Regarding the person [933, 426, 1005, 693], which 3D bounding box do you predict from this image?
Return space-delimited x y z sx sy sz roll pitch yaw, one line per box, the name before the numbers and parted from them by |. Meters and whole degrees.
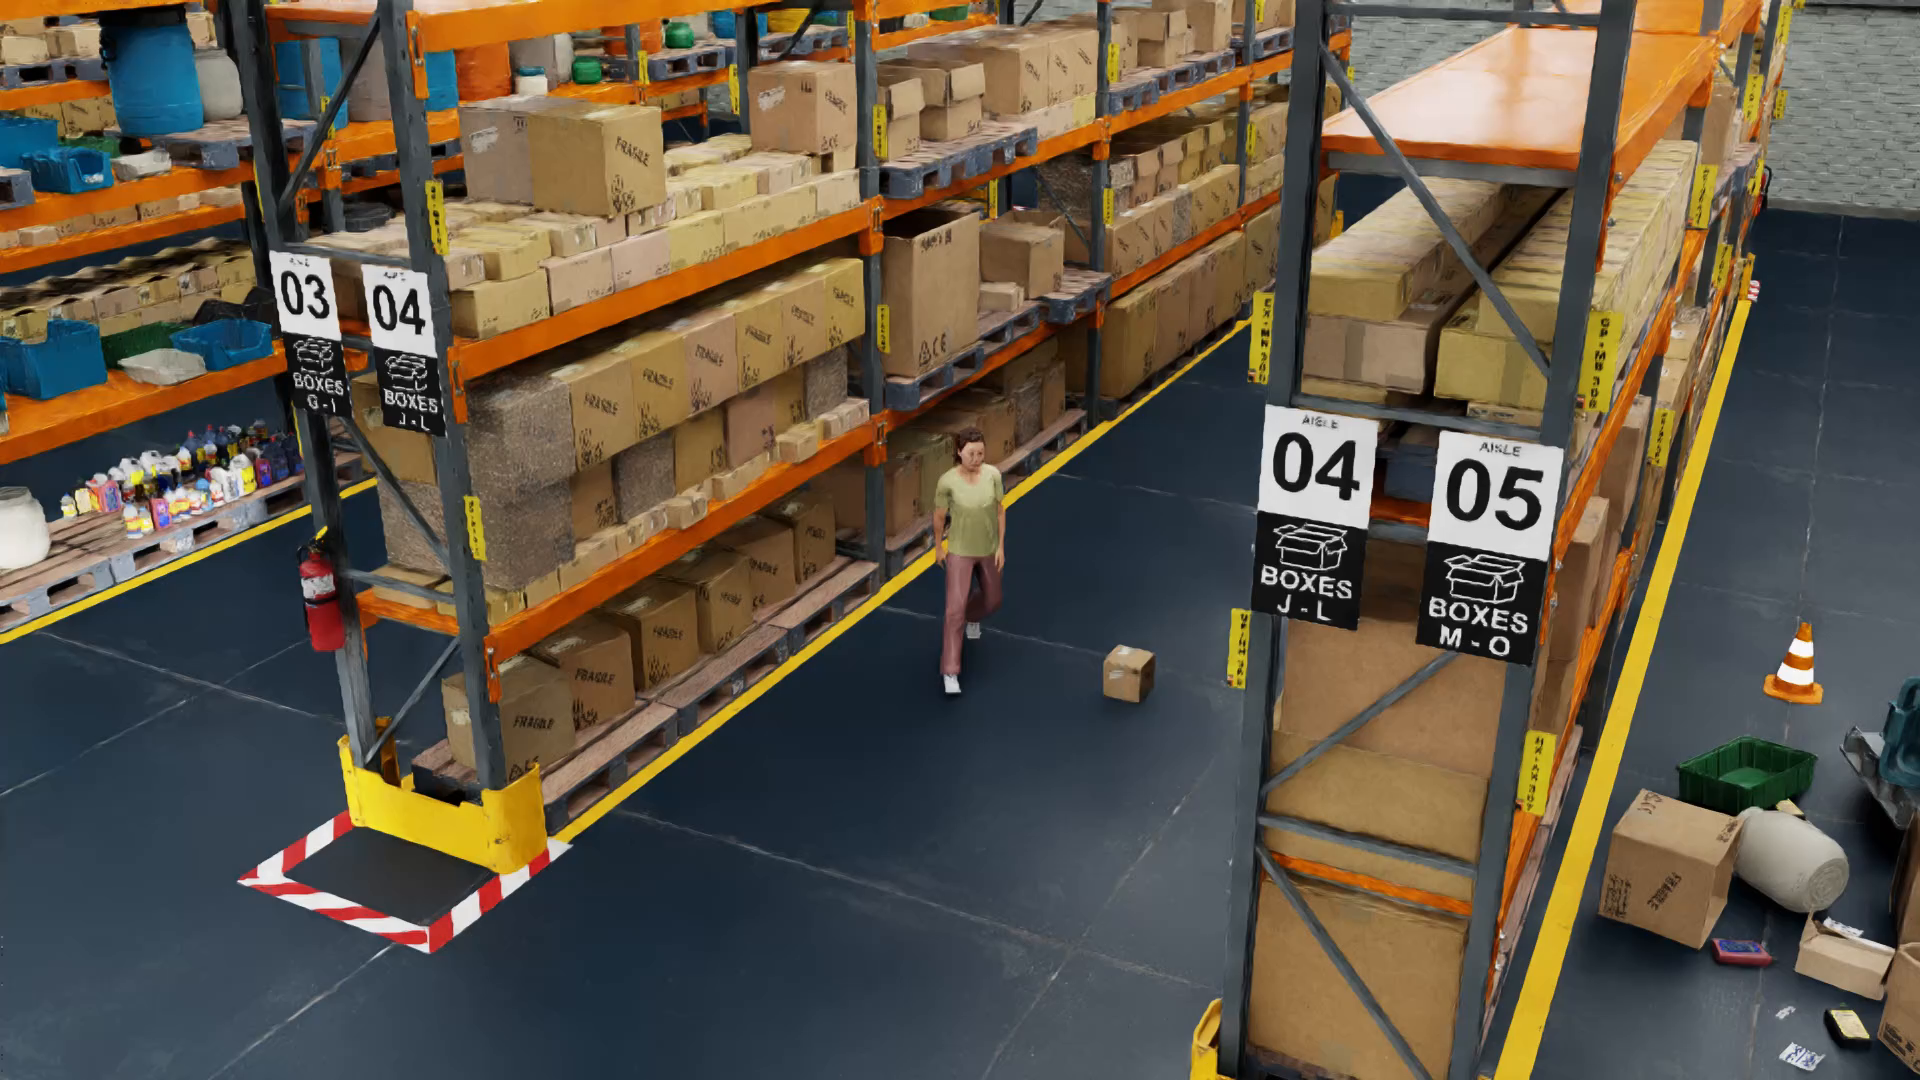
person | 0.029 0.064 10.596 0.528 1.636 0.895 -8 24 -19
